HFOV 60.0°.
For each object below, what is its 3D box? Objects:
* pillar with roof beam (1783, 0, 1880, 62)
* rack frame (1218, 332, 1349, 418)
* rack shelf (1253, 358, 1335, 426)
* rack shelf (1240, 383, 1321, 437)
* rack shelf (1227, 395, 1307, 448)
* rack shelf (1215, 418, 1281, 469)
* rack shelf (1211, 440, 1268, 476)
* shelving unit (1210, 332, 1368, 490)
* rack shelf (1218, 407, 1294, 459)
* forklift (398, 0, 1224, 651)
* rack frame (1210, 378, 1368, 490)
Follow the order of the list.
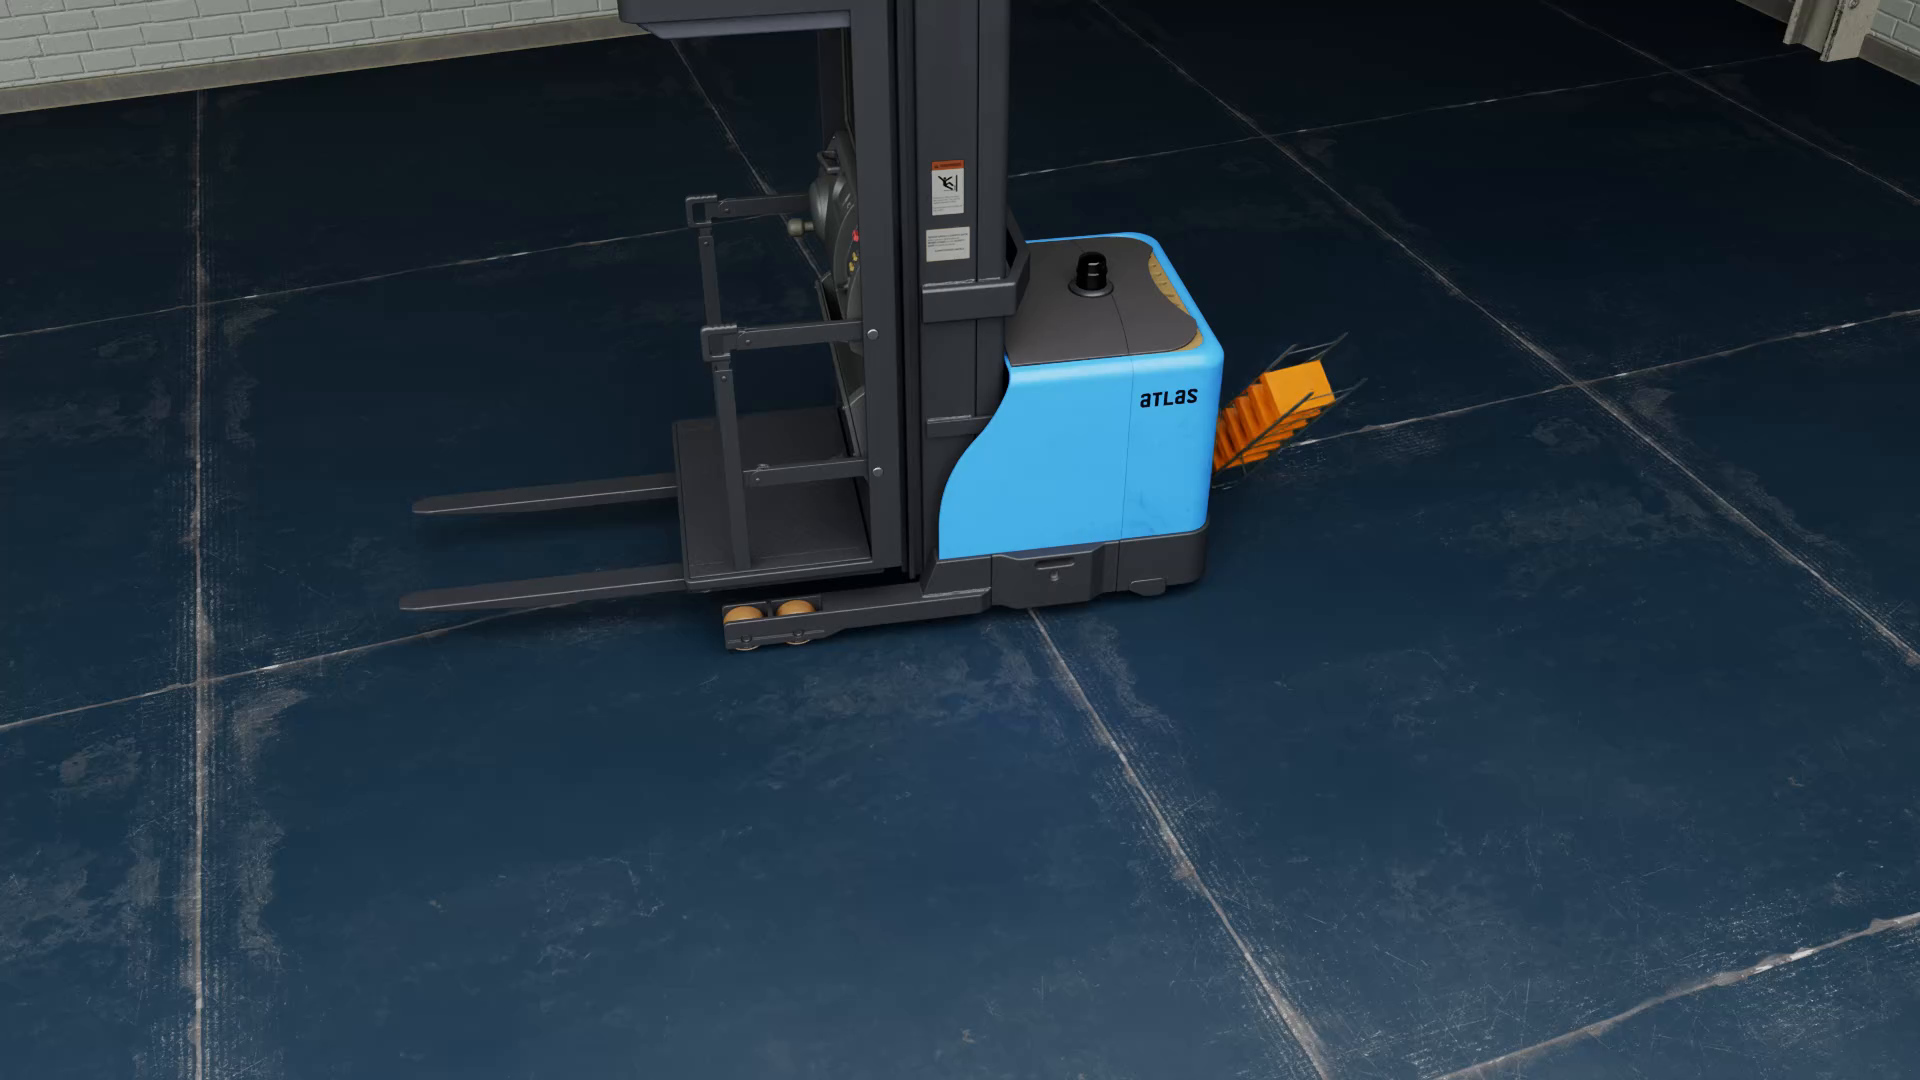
[{"bbox_3d":[1.714,-5.985,7.217,9.100,9.000,0.400,-12,39,-16],"label":"pillar with roof beam"},{"bbox_3d":[1.139,-0.542,6.488,0.240,1.200,0.006,-15,77,-19],"label":"rack frame"},{"bbox_3d":[1.246,-0.549,6.178,0.258,0.103,0.180,-15,77,-19],"label":"rack shelf"},{"bbox_3d":[1.216,-0.514,6.289,0.258,0.103,0.180,-15,77,-19],"label":"rack shelf"},{"bbox_3d":[1.187,-0.480,6.400,0.258,0.103,0.180,-15,77,-19],"label":"rack shelf"},{"bbox_3d":[1.128,-0.410,6.621,0.258,0.103,0.180,-15,77,-19],"label":"rack shelf"},{"bbox_3d":[1.098,-0.375,6.732,0.258,0.103,0.180,-15,77,-19],"label":"rack shelf"},{"bbox_3d":[1.168,-0.458,6.469,0.258,1.200,0.189,-15,77,-19],"label":"shelving unit"},{"bbox_3d":[1.157,-0.445,6.510,0.258,0.103,0.180,-15,77,-19],"label":"rack shelf"},{"bbox_3d":[-0.613,-1.103,5.779,3.031,2.935,1.130,-6,37,-8],"label":"forklift"},{"bbox_3d":[1.197,-0.373,6.450,0.240,1.200,0.006,-15,77,-19],"label":"rack frame"}]
